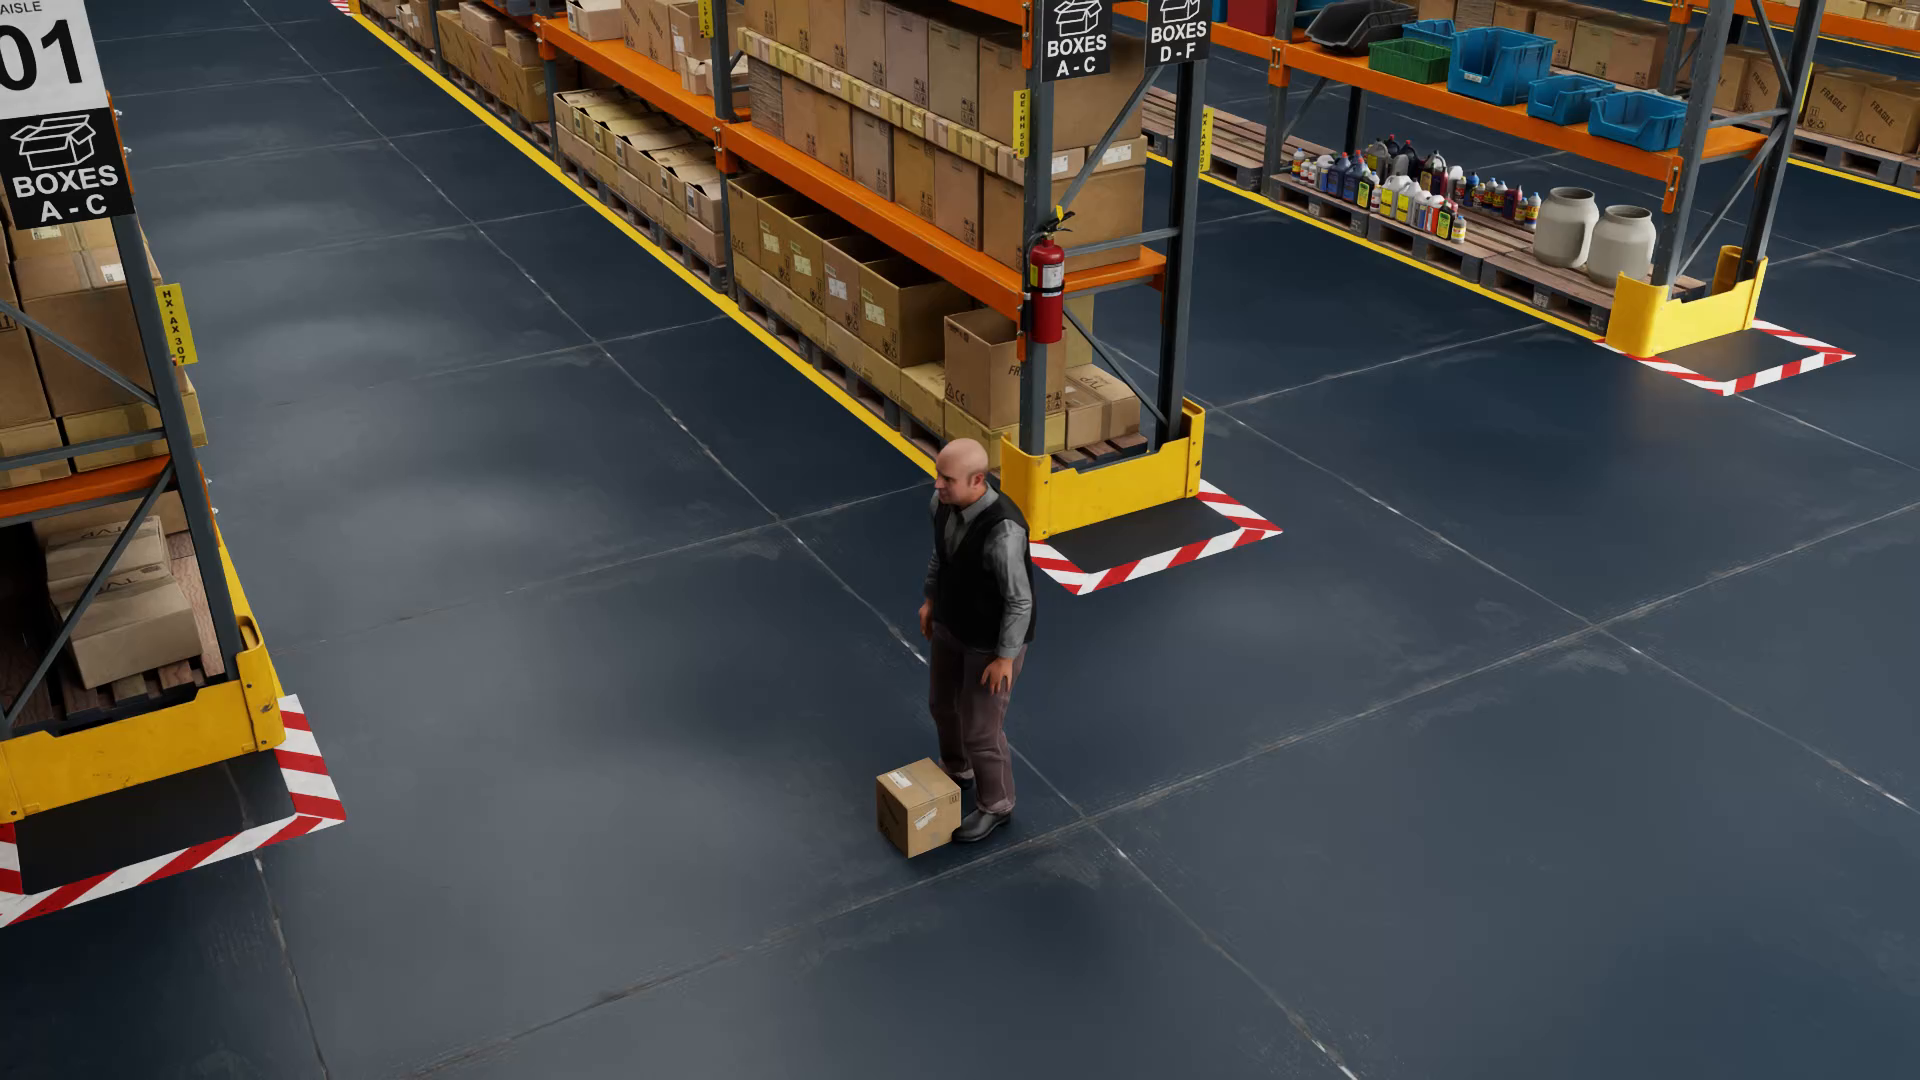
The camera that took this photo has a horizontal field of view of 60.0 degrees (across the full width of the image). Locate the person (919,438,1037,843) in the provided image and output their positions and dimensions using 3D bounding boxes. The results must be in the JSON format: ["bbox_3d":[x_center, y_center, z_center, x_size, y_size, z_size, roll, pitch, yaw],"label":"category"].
[{"bbox_3d":[0.072,0.409,6.511,0.411,1.620,0.589,-17,33,-28],"label":"person"}]
